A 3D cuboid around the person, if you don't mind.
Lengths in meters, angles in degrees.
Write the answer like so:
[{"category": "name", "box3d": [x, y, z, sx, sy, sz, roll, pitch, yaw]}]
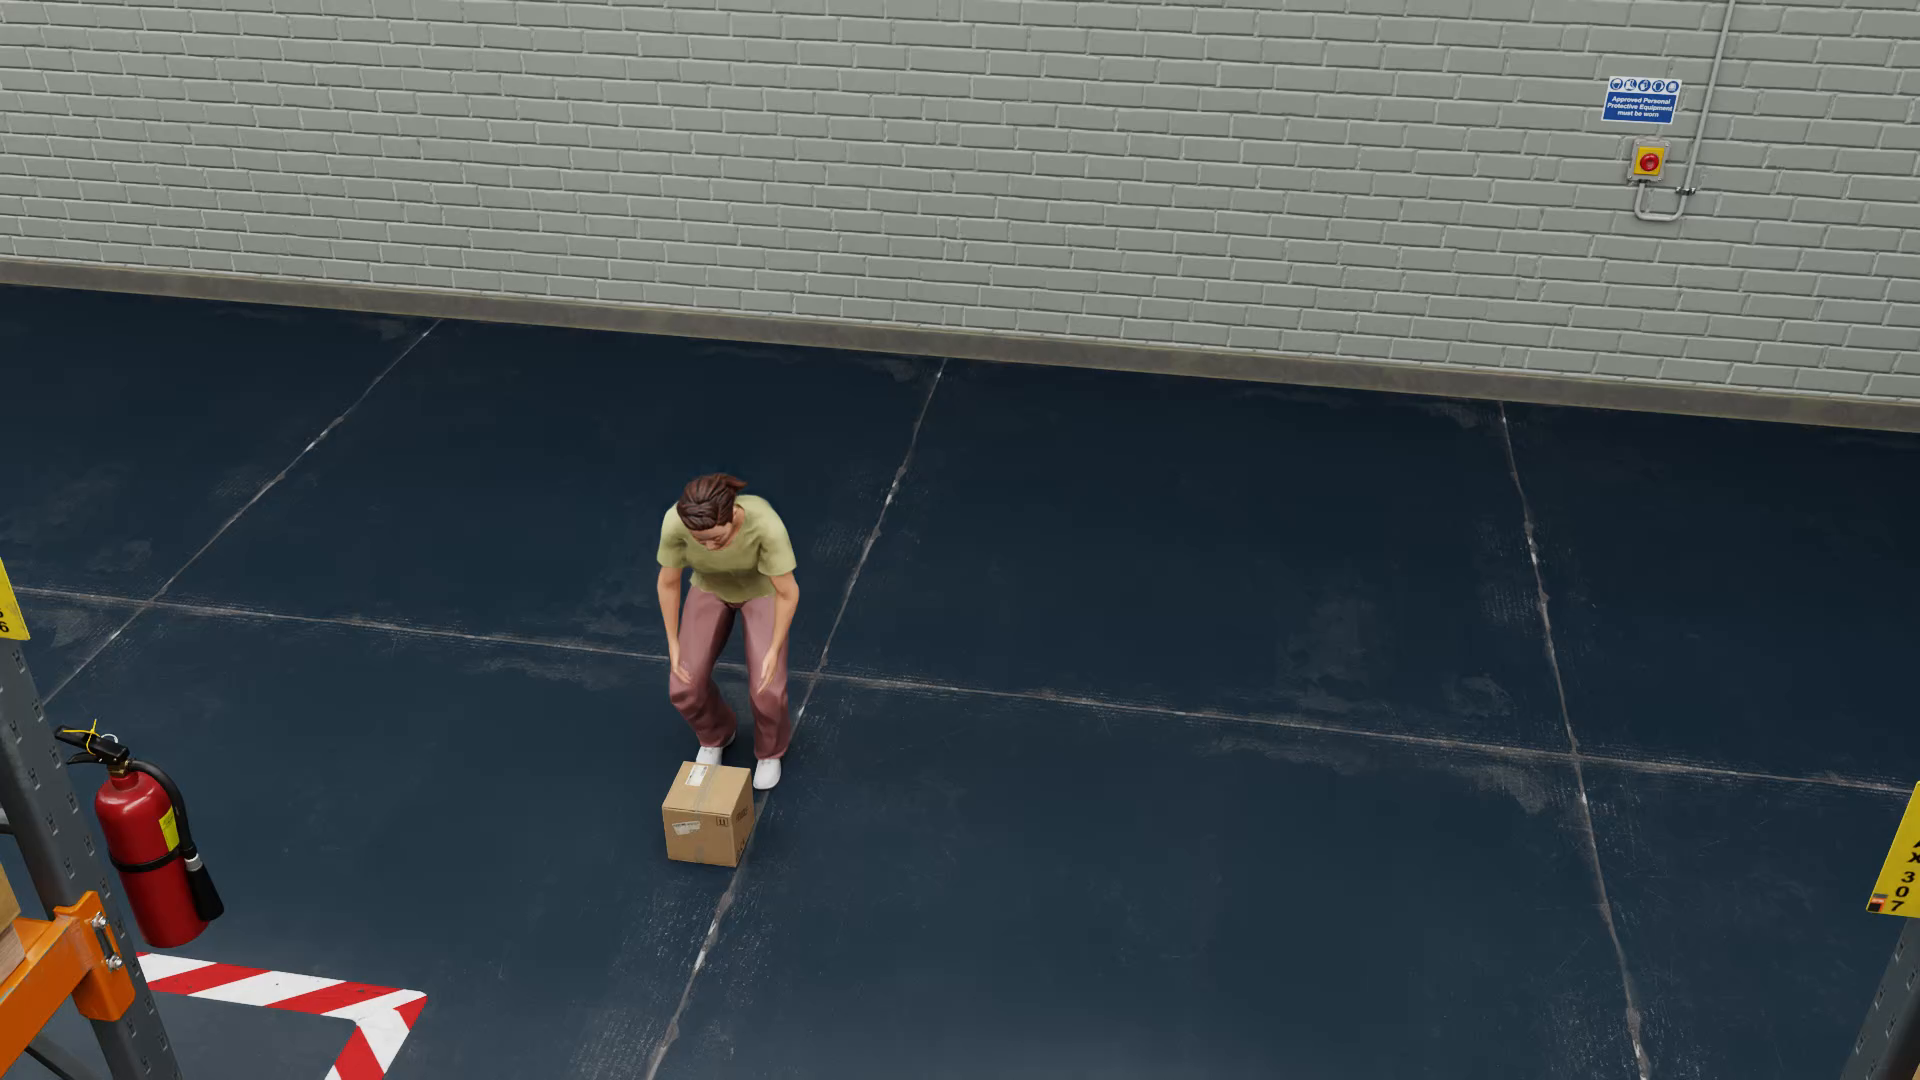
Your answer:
[{"category": "person", "box3d": [-0.802, 0.283, 5.967, 0.510, 1.390, 0.634, 5, 33, 8]}]
